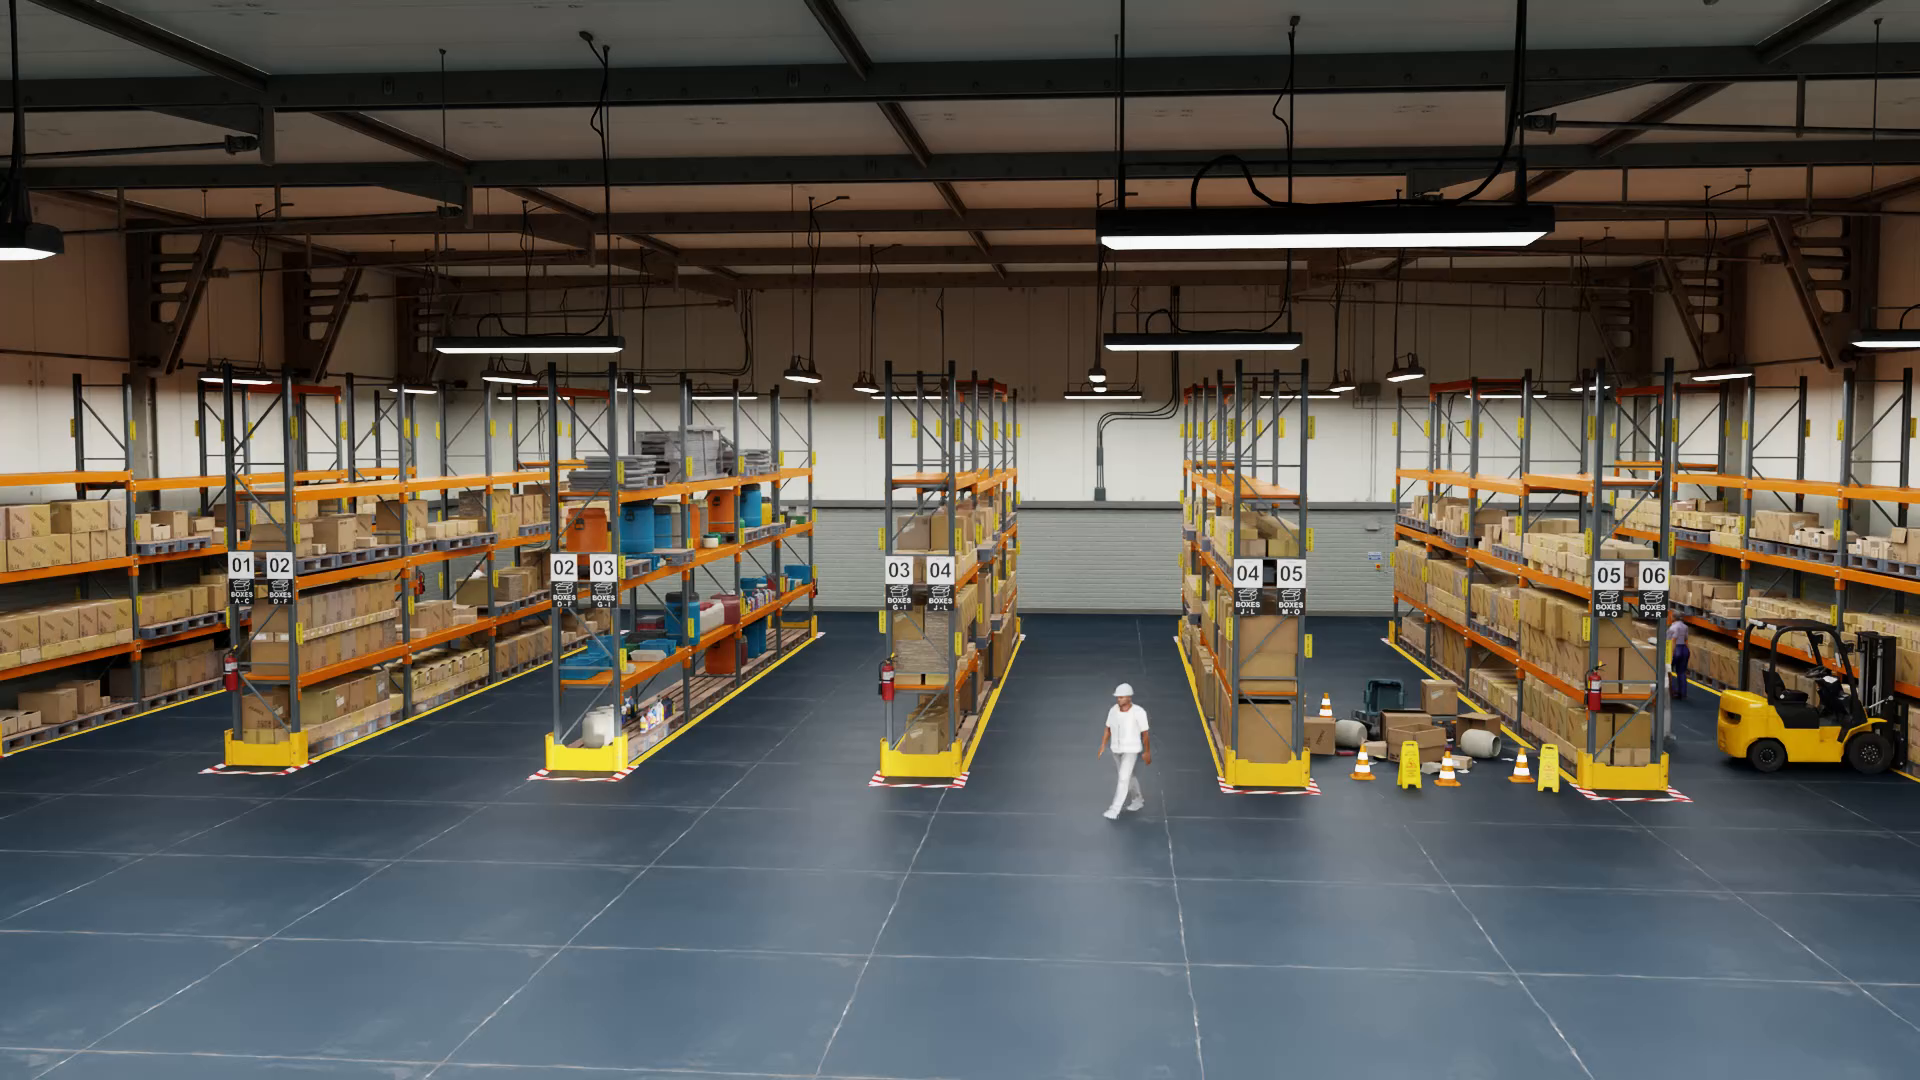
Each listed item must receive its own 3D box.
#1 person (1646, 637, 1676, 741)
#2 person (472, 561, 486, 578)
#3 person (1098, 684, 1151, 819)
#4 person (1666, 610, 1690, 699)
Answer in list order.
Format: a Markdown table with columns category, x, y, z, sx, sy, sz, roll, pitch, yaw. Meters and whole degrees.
| category | x | y | z | sx | sy | sz | roll | pitch | yaw |
| --- | --- | --- | --- | --- | --- | --- | --- | --- | --- |
| person | 11.245 | 2.413 | 26.768 | 0.500 | 1.673 | 0.521 | 0 | 4 | 3 |
| person | -11.929 | 1.429 | 41.178 | 0.703 | 1.813 | 0.563 | -1 | 4 | -22 |
| person | 2.075 | 2.710 | 21.485 | 1.060 | 1.702 | 0.600 | -3 | 5 | -42 |
| person | 13.387 | 2.147 | 31.058 | 0.522 | 1.664 | 0.426 | -2 | 4 | -25 |
